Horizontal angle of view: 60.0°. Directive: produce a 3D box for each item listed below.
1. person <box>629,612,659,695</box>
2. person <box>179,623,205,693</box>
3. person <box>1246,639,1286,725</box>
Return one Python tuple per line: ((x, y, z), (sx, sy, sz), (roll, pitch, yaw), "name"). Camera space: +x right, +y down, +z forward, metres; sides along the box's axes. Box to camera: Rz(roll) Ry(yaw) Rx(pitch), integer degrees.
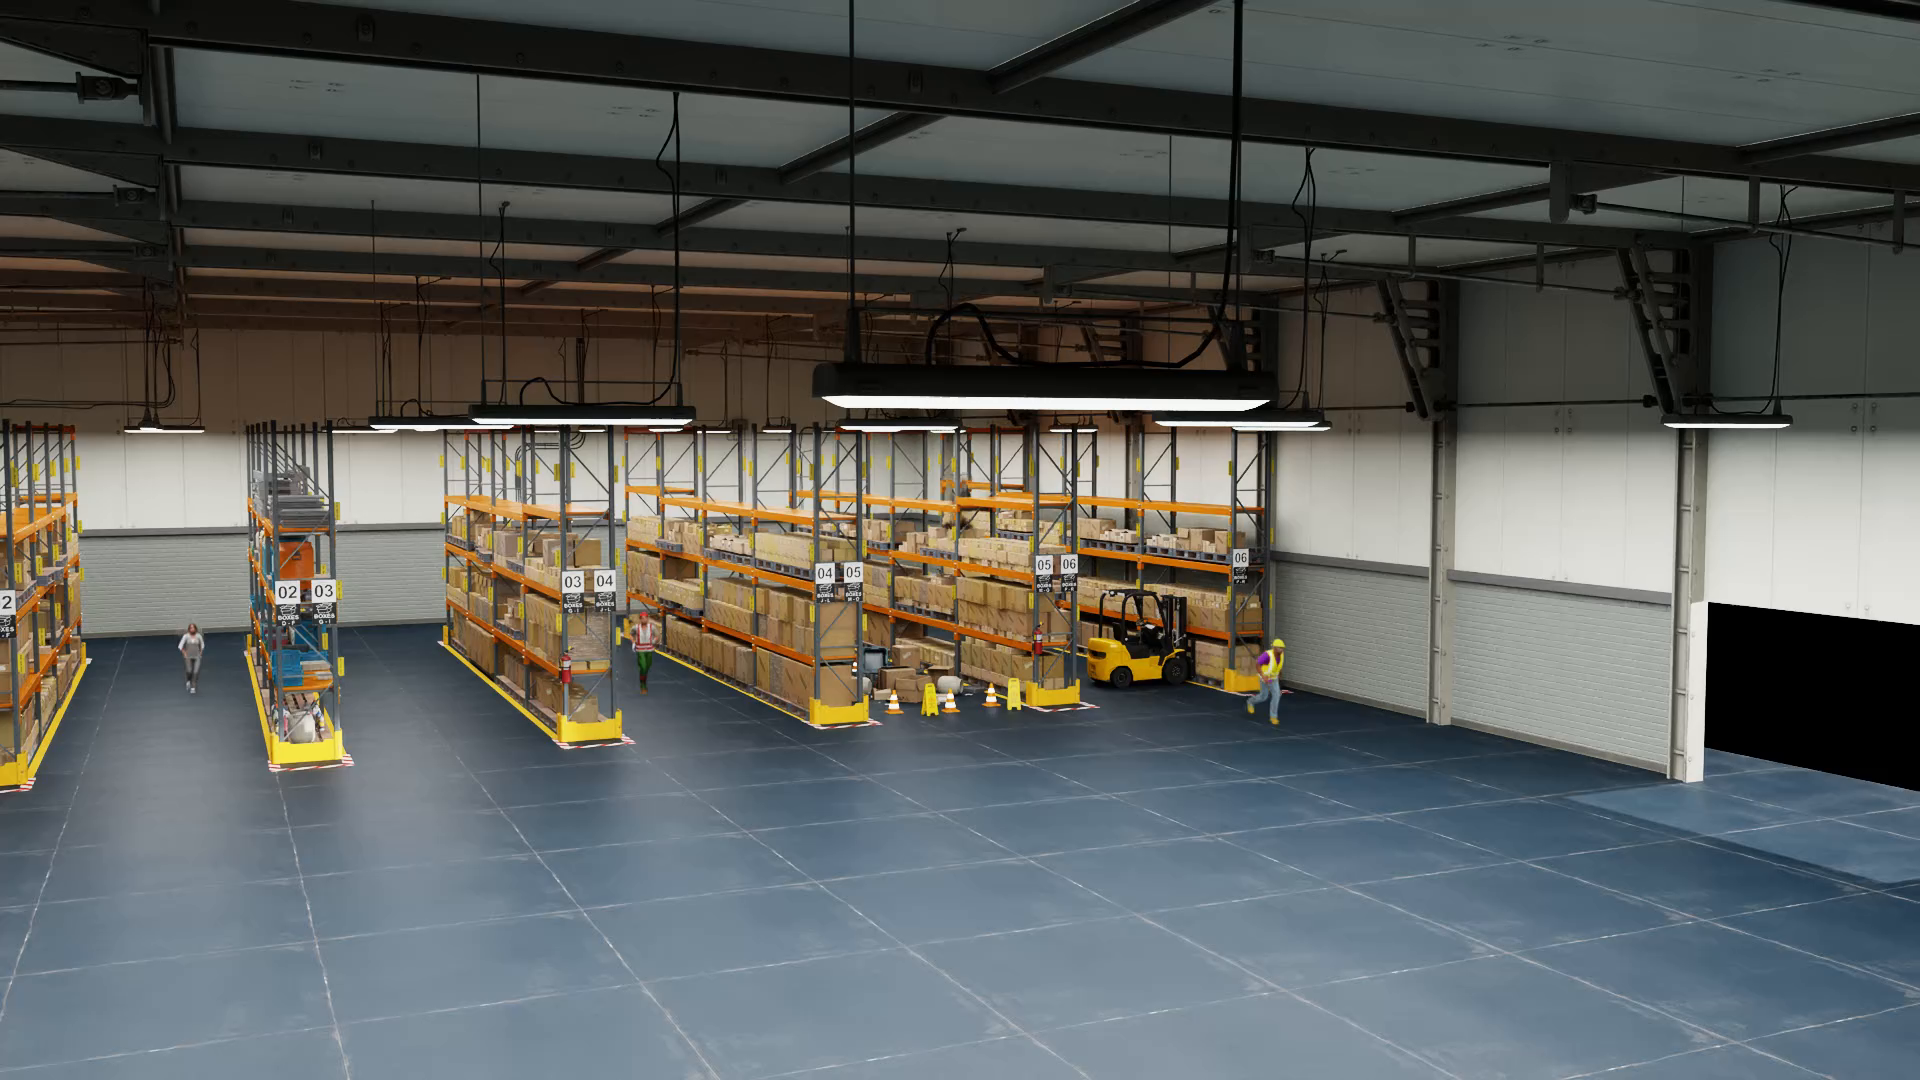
((-7.035, 2.517, 37.126), (0.633, 1.844, 0.800), (-2, 4, -24), "person")
((-17.068, 2.631, 36.989), (0.517, 1.554, 0.528), (-2, 4, -31), "person")
((6.146, 2.812, 33.375), (0.719, 1.713, 1.018), (-3, 4, -37), "person")
